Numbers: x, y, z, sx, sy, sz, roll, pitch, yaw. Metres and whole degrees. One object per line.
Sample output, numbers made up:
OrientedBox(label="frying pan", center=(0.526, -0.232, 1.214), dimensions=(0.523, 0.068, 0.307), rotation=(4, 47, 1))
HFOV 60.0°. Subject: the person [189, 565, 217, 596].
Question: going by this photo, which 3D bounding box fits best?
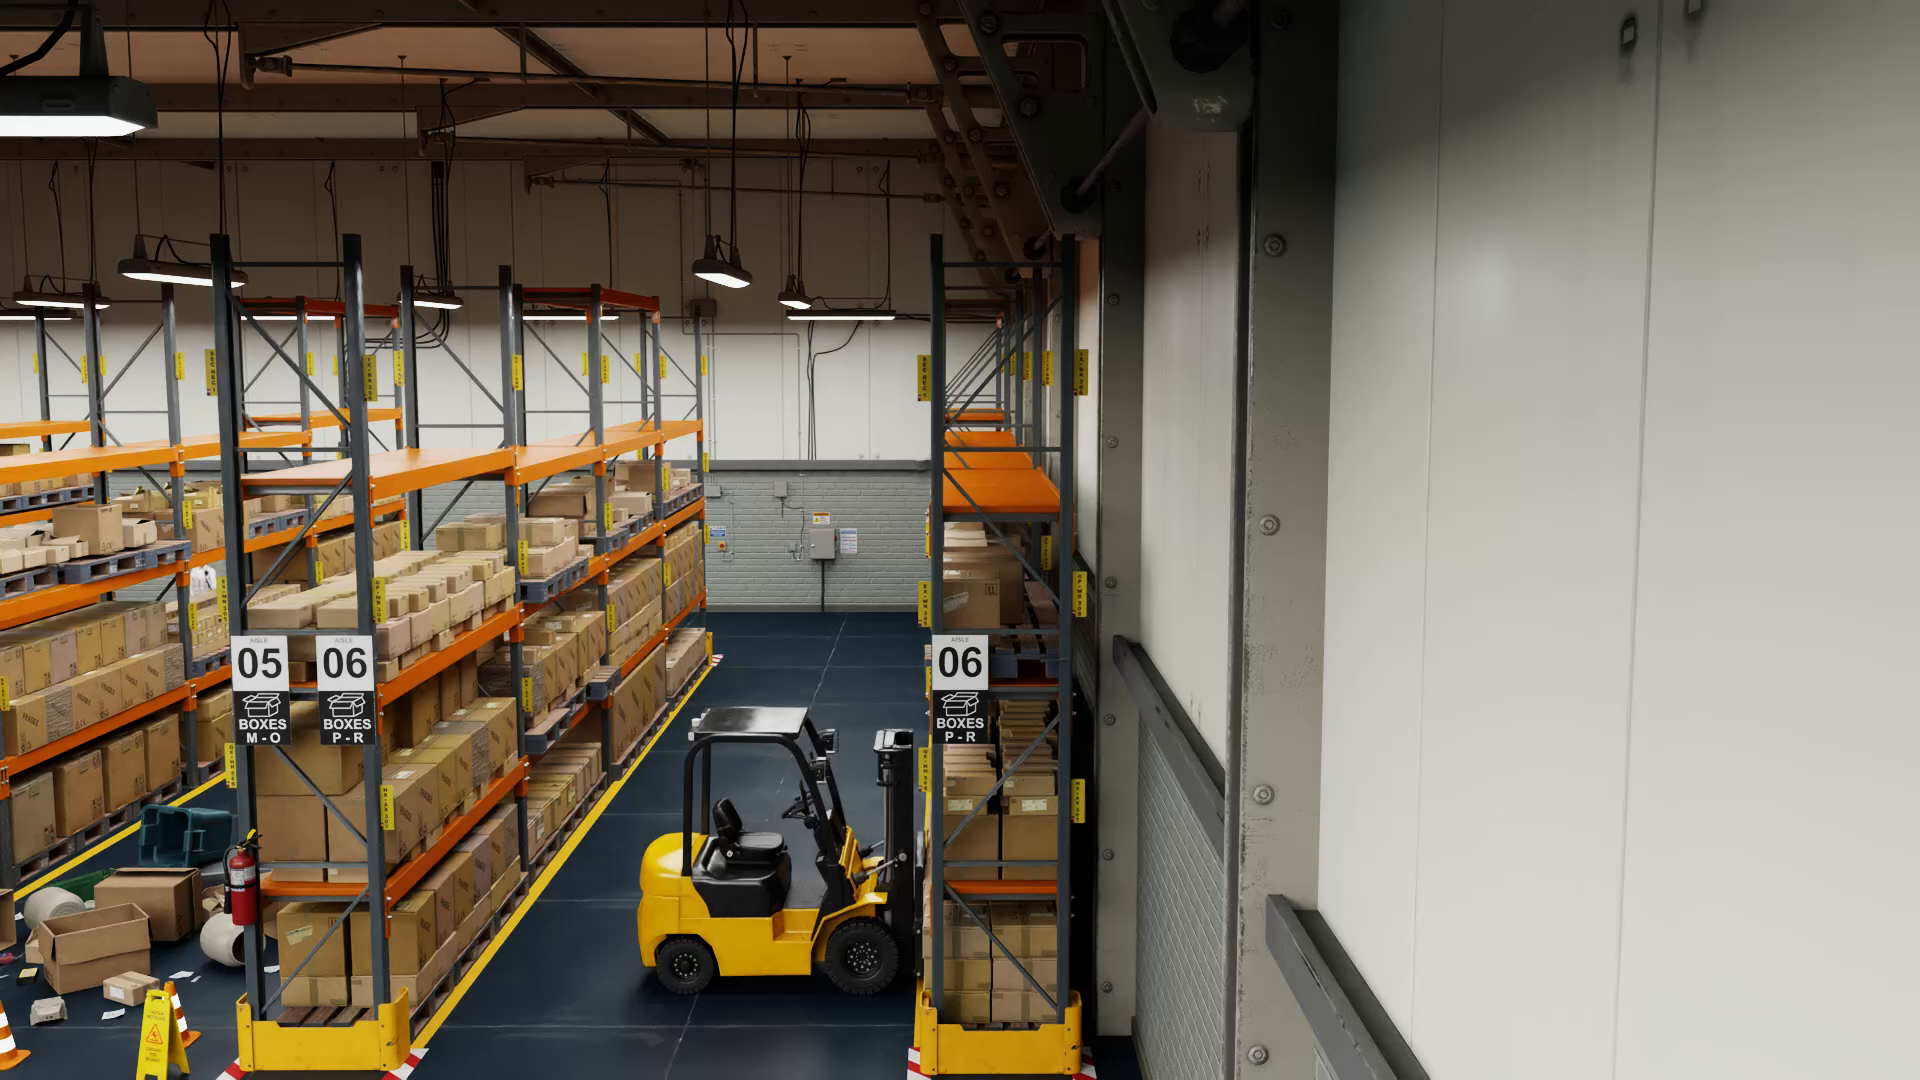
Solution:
OrientedBox(label="person", center=(-13.573, 1.062, 29.858), dimensions=(0.529, 1.680, 0.322), rotation=(0, 6, 4))
